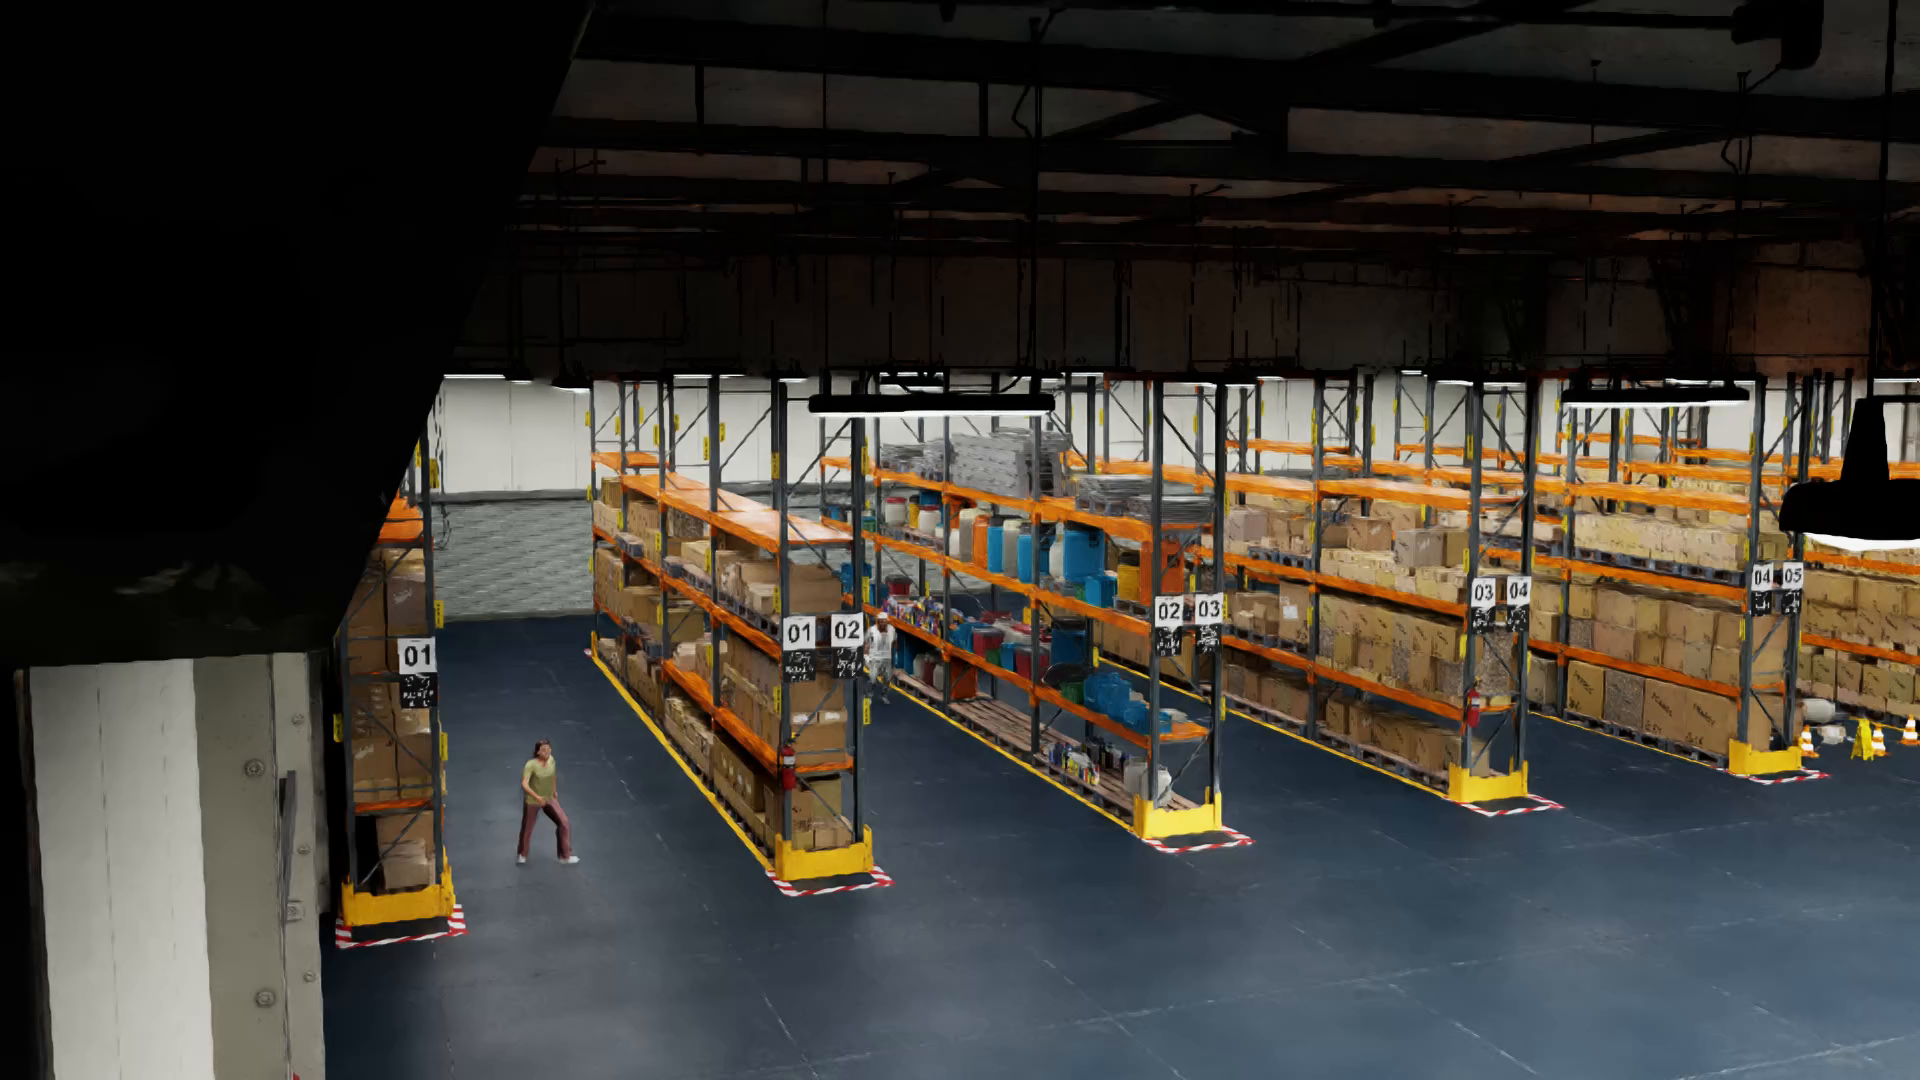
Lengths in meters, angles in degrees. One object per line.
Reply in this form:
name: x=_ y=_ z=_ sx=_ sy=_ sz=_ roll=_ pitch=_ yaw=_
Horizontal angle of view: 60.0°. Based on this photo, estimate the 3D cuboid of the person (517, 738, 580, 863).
person: x=-5.184 y=3.226 z=20.622 sx=0.612 sy=1.610 sz=0.790 roll=-5 pitch=8 yaw=-40

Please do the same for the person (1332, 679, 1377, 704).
person: x=7.078 y=2.147 z=30.043 sx=0.542 sy=1.645 sz=1.126 roll=-2 pitch=7 yaw=-18

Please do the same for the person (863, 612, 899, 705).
person: x=-1.436 y=2.134 z=29.987 sx=0.702 sy=1.735 sz=0.549 roll=-2 pitch=7 yaw=-21
